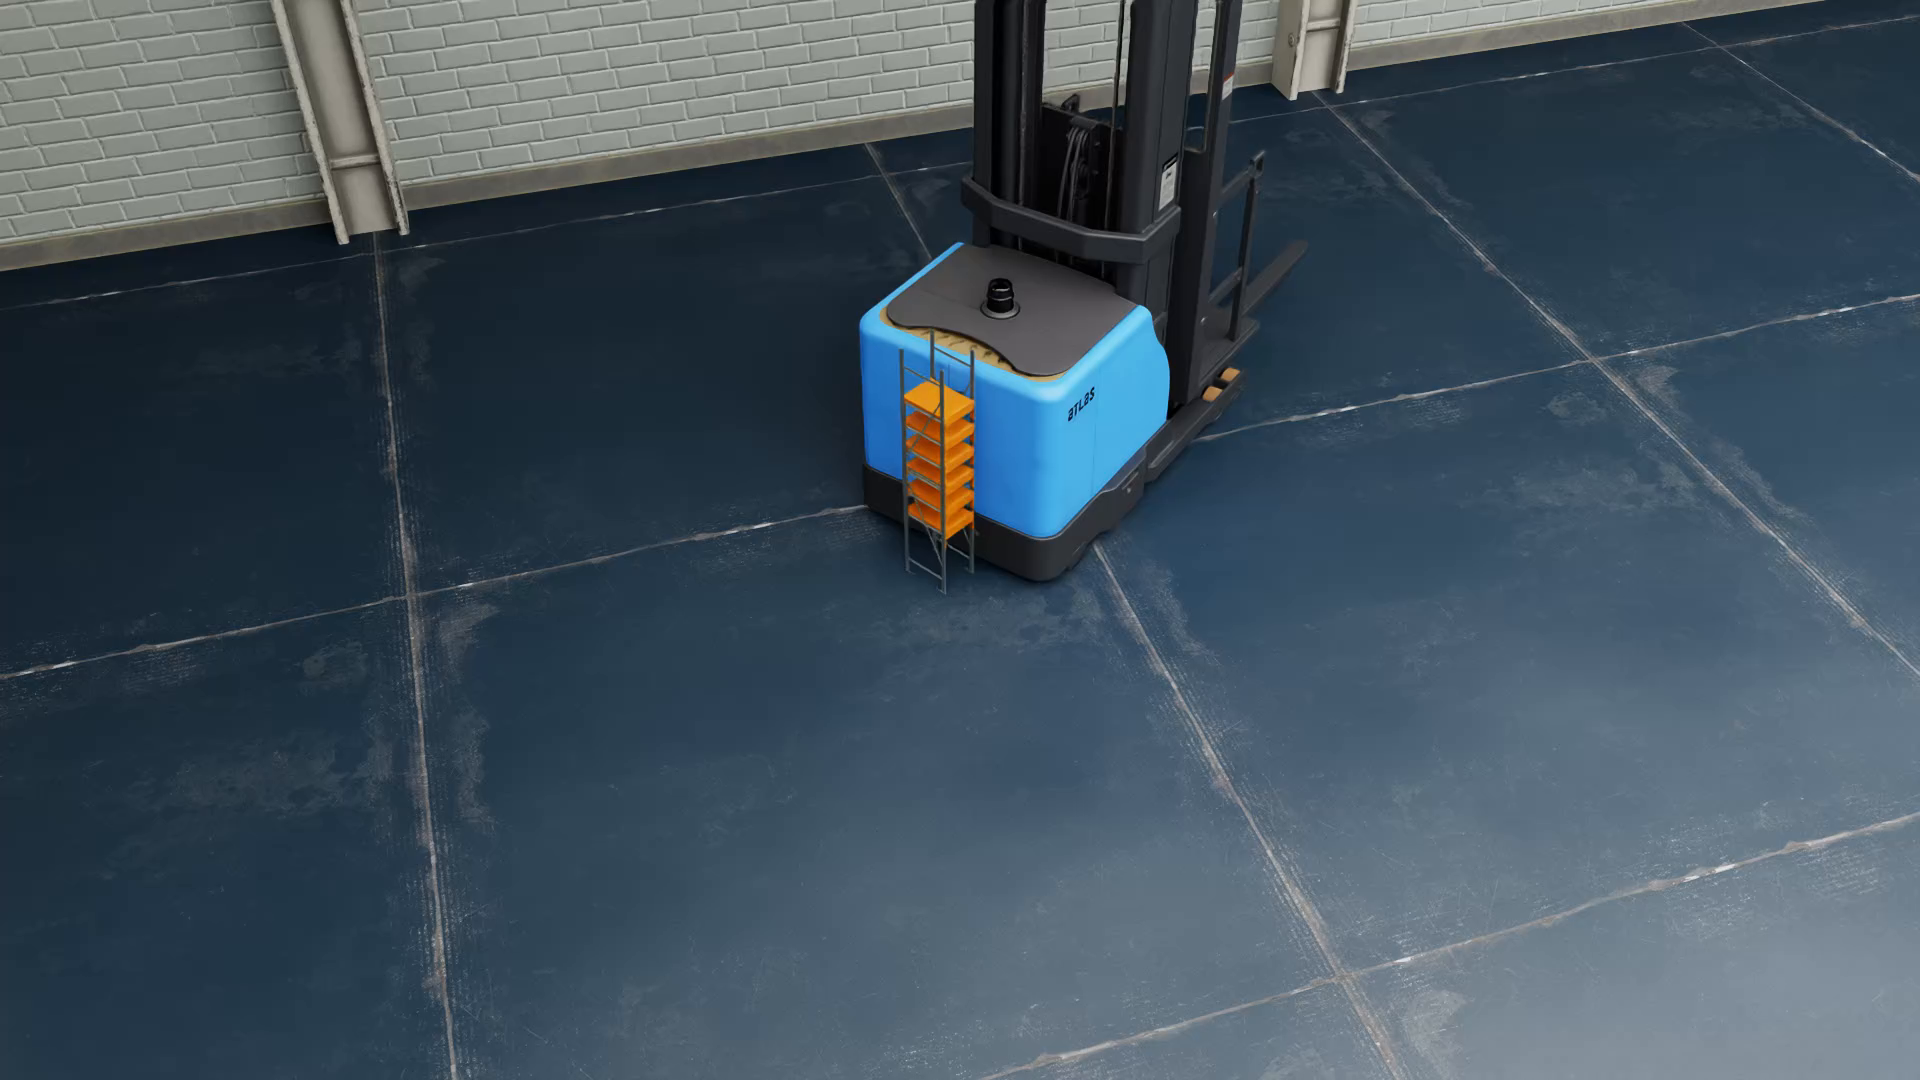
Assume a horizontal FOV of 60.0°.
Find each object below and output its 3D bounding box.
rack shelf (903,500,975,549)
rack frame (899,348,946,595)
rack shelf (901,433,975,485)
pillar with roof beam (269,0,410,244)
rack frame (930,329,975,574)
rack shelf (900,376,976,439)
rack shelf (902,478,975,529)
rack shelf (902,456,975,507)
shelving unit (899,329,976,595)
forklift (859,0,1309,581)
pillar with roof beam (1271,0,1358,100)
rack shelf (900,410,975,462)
[{"bbox_3d":[-0.092,-0.094,7.228,0.258,0.103,0.180,31,50,30],"label":"rack shelf"},{"bbox_3d":[-0.153,-0.263,6.989,0.240,1.200,0.006,31,50,30],"label":"rack frame"},{"bbox_3d":[-0.092,-0.365,6.991,0.258,0.103,0.180,31,50,30],"label":"rack shelf"},{"bbox_3d":[-2.130,-2.518,3.643,0.400,9.000,9.100,-12,42,-13],"label":"pillar with roof beam"},{"bbox_3d":[-0.031,-0.353,7.092,0.240,1.200,0.006,31,50,30],"label":"rack frame"},{"bbox_3d":[-0.092,-0.546,6.833,0.258,0.103,0.180,31,50,30],"label":"rack shelf"},{"bbox_3d":[-0.092,-0.184,7.149,0.258,0.103,0.180,31,50,30],"label":"rack shelf"},{"bbox_3d":[-0.092,-0.275,7.070,0.258,0.103,0.180,31,50,30],"label":"rack shelf"},{"bbox_3d":[-0.092,-0.308,7.040,0.258,1.200,0.189,31,50,30],"label":"shelving unit"},{"bbox_3d":[0.792,-1.861,7.502,1.130,2.935,3.031,24,46,25],"label":"forklift"},{"bbox_3d":[3.593,-3.704,5.000,0.400,9.000,9.100,-12,42,-13],"label":"pillar with roof beam"},{"bbox_3d":[-0.092,-0.456,6.912,0.258,0.103,0.180,31,50,30],"label":"rack shelf"}]
